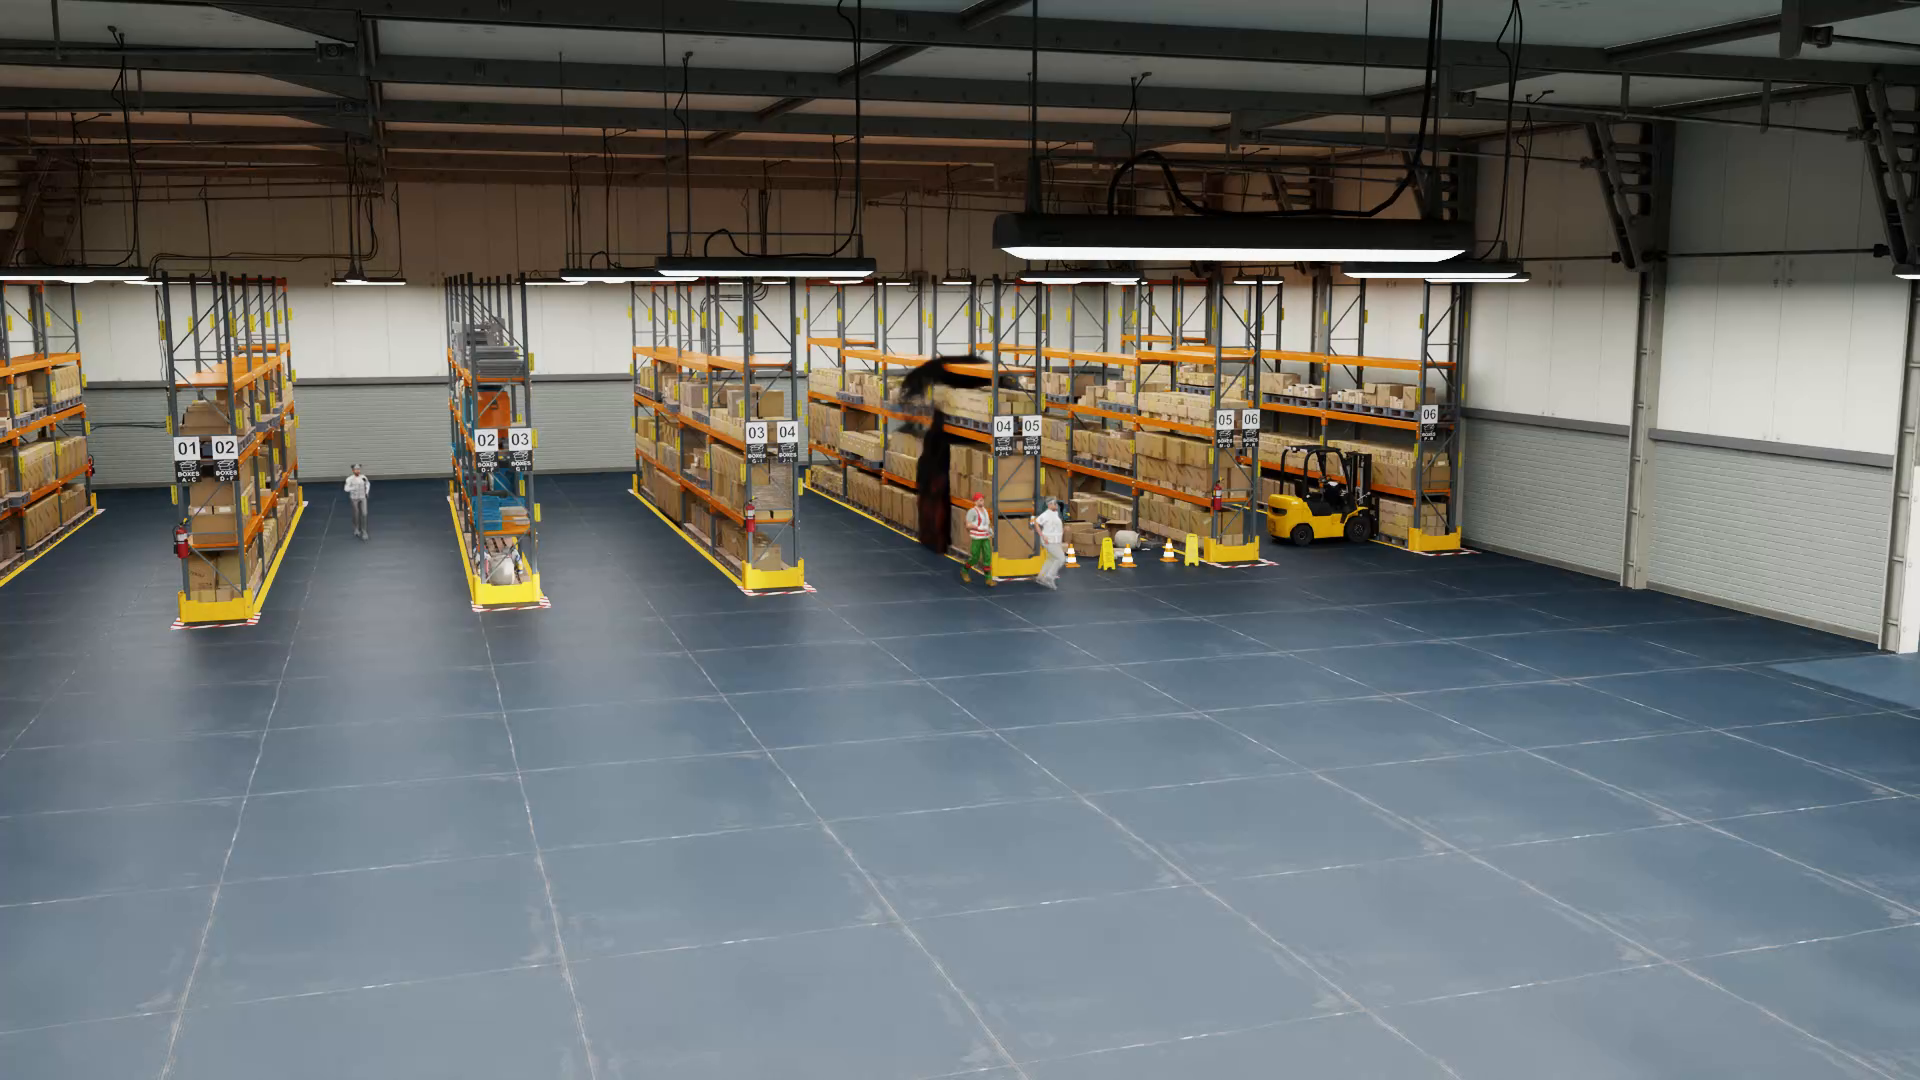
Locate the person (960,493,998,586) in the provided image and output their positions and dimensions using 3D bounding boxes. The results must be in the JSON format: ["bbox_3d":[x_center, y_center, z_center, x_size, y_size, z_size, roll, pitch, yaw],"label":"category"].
[{"bbox_3d":[0.365,-0.027,32.197,0.865,1.783,0.673,8,12,43],"label":"person"}]

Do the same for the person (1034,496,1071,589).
[{"bbox_3d":[1.789,0.052,31.938,0.720,1.806,0.639,3,9,18],"label":"person"}]

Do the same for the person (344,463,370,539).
[{"bbox_3d":[-13.877,-0.913,38.372,0.600,1.726,0.750,-4,10,-27],"label":"person"}]

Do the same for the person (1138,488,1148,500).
[{"bbox_3d":[4.877,-1.806,44.041,0.707,1.745,0.985,-5,10,-29],"label":"person"}]
